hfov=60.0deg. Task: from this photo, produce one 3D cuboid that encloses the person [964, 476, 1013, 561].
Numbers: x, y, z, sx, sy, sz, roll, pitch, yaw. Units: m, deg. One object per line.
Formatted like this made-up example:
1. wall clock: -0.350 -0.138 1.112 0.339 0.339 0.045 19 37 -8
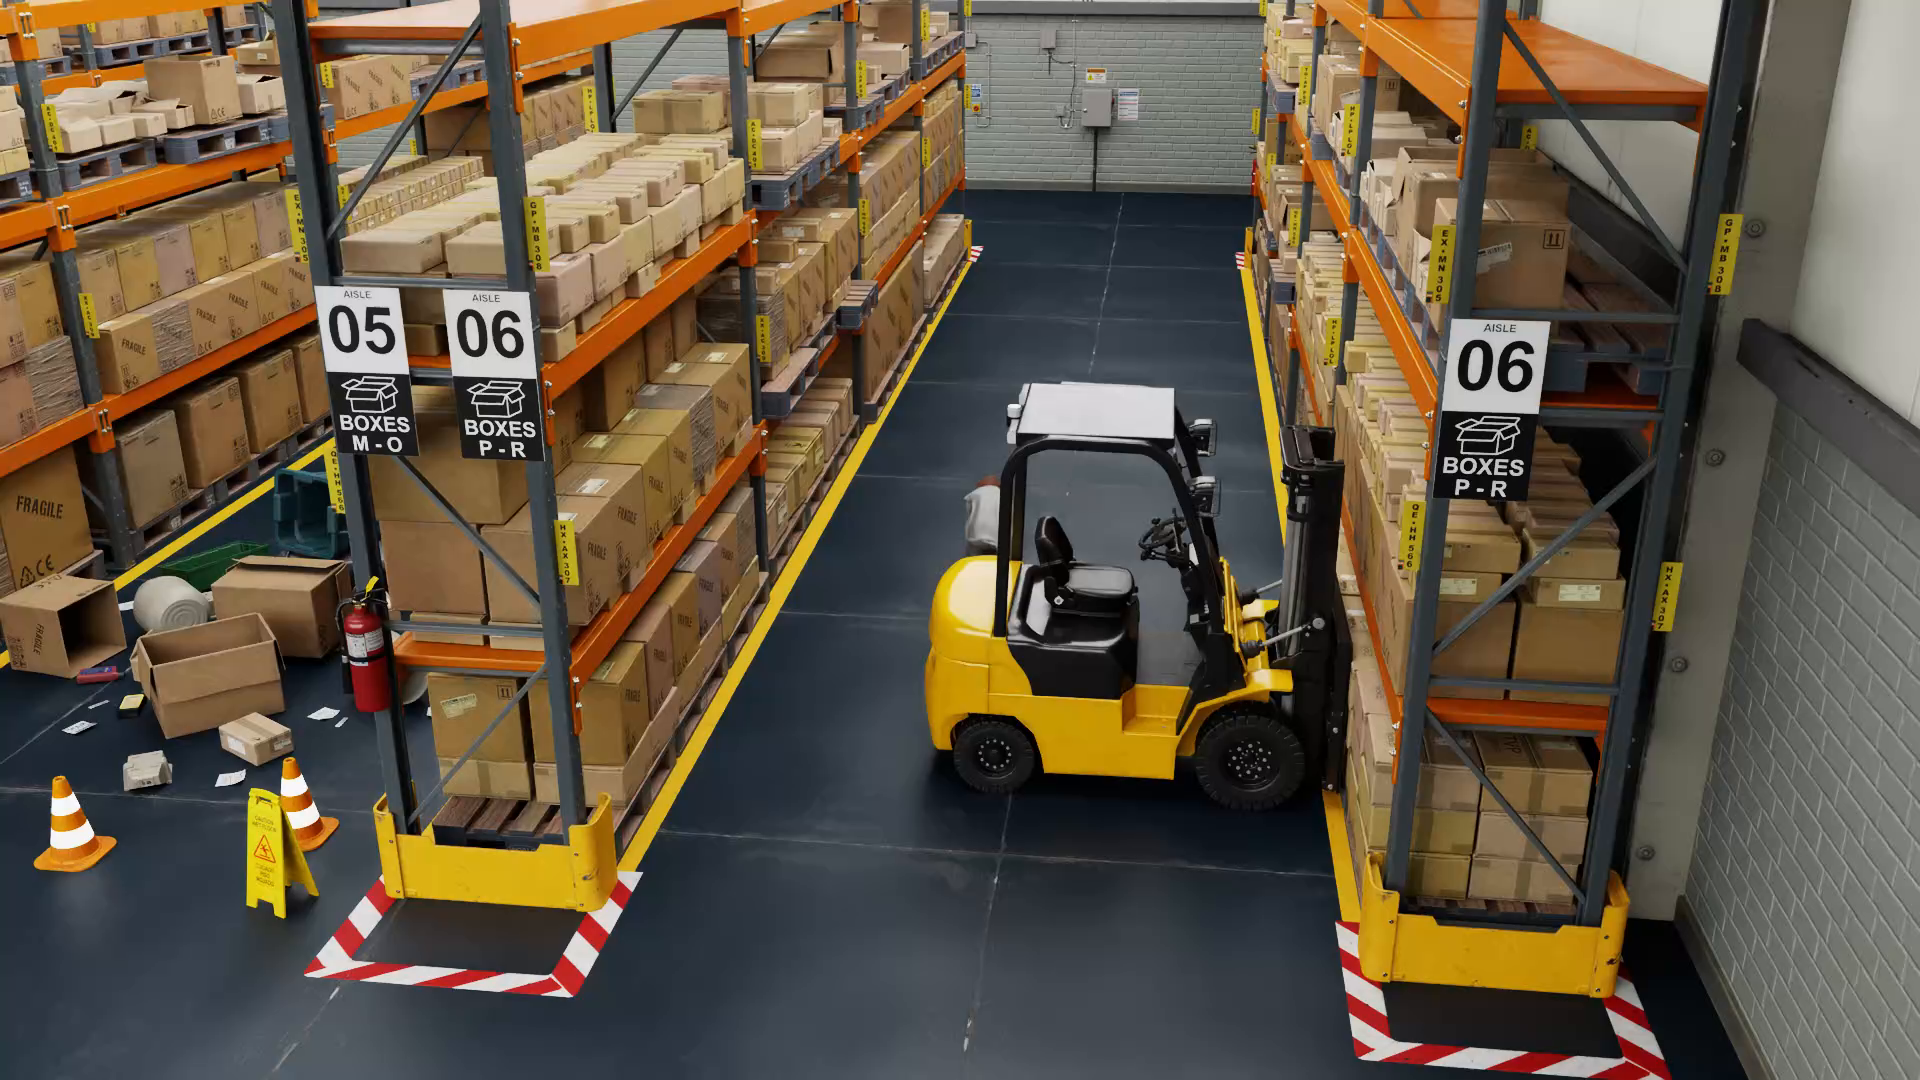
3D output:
1. person: 0.231 -0.036 12.466 0.421 0.702 0.858 2 22 5
